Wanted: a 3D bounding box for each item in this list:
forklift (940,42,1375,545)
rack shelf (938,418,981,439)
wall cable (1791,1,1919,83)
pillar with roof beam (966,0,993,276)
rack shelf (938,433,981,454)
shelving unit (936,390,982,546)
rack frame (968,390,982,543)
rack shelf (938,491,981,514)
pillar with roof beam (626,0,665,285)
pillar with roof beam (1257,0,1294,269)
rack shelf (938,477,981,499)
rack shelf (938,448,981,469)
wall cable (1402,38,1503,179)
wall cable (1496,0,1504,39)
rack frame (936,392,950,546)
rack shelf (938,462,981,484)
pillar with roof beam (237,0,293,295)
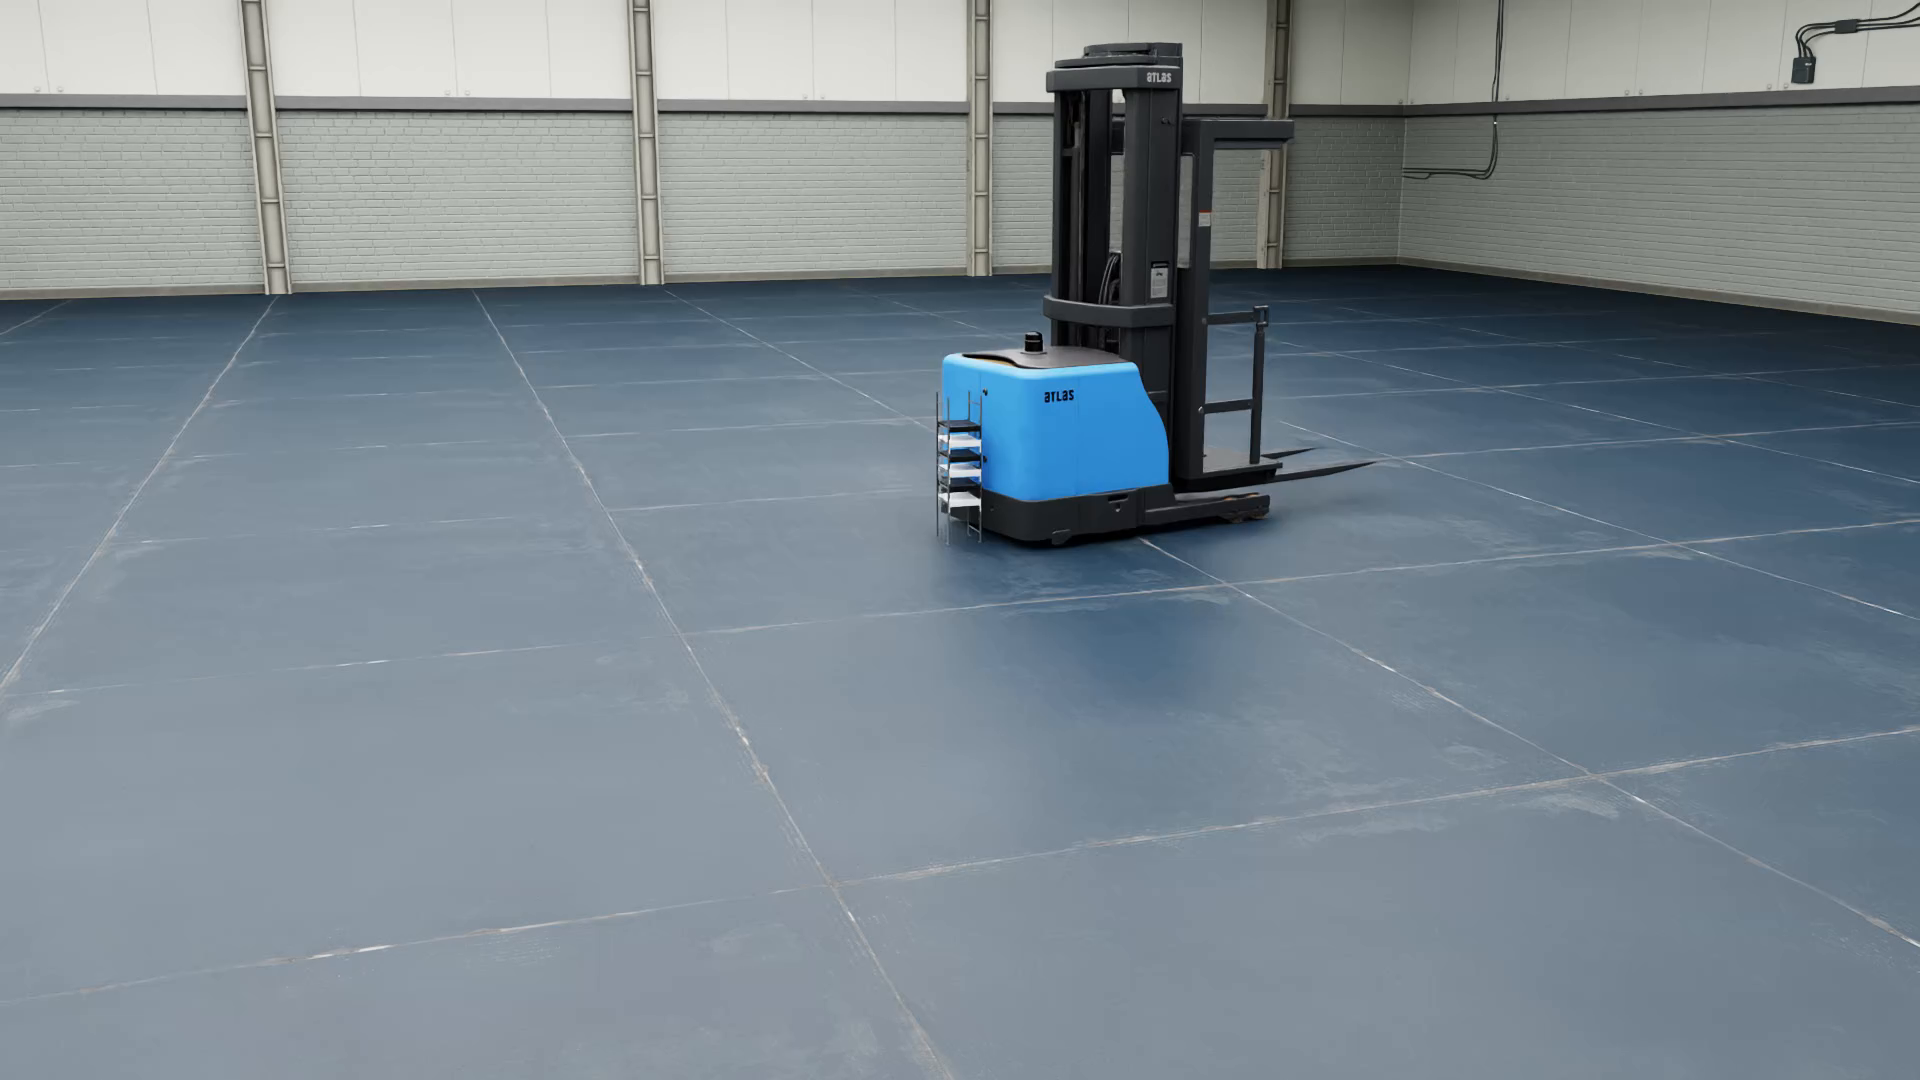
[{"bbox_3d":[1.398,-1.628,10.651,3.031,2.935,1.130,-8,16,-31],"label":"forklift"},{"bbox_3d":[-0.008,-0.667,9.981,0.200,0.077,0.258,-4,14,-18],"label":"rack shelf"},{"bbox_3d":[12.266,-9.194,22.001,0.169,6.003,2.305,-4,14,-18],"label":"wall cable"},{"bbox_3d":[1.726,-8.309,25.627,0.400,9.000,9.100,-4,14,-18],"label":"pillar with roof beam"},{"bbox_3d":[-0.008,-0.580,10.002,0.200,0.077,0.258,-4,14,-18],"label":"rack shelf"},{"bbox_3d":[-0.008,-0.437,10.036,0.210,0.900,0.258,-4,14,-18],"label":"shelving unit"},{"bbox_3d":[0.089,-0.445,10.068,0.006,0.900,0.240,-4,14,-18],"label":"rack frame"},{"bbox_3d":[-0.008,-0.230,10.086,0.200,0.077,0.258,-4,14,-18],"label":"rack shelf"},{"bbox_3d":[-3.961,-7.866,23.766,0.400,9.000,9.100,-4,14,-18],"label":"pillar with roof beam"},{"bbox_3d":[7.413,-8.752,27.489,0.400,9.000,9.100,-4,14,-18],"label":"pillar with roof beam"},{"bbox_3d":[-0.008,-0.317,10.065,0.200,0.077,0.258,-4,14,-18],"label":"rack shelf"},{"bbox_3d":[-0.008,-0.492,10.023,0.200,0.077,0.258,-4,14,-18],"label":"rack shelf"},{"bbox_3d":[9.254,-8.113,31.513,0.112,2.526,3.097,-4,14,-18],"label":"wall cable"},{"bbox_3d":[10.116,-9.976,28.434,0.112,2.526,3.097,-4,14,-18],"label":"wall cable"},{"bbox_3d":[-0.104,-0.430,10.005,0.006,0.900,0.240,-4,14,-18],"label":"rack frame"},{"bbox_3d":[-0.008,-0.405,10.044,0.200,0.077,0.258,-4,14,-18],"label":"rack shelf"},{"bbox_3d":[-9.647,-7.423,21.904,0.400,9.000,9.100,-4,14,-18],"label":"pillar with roof beam"}]
